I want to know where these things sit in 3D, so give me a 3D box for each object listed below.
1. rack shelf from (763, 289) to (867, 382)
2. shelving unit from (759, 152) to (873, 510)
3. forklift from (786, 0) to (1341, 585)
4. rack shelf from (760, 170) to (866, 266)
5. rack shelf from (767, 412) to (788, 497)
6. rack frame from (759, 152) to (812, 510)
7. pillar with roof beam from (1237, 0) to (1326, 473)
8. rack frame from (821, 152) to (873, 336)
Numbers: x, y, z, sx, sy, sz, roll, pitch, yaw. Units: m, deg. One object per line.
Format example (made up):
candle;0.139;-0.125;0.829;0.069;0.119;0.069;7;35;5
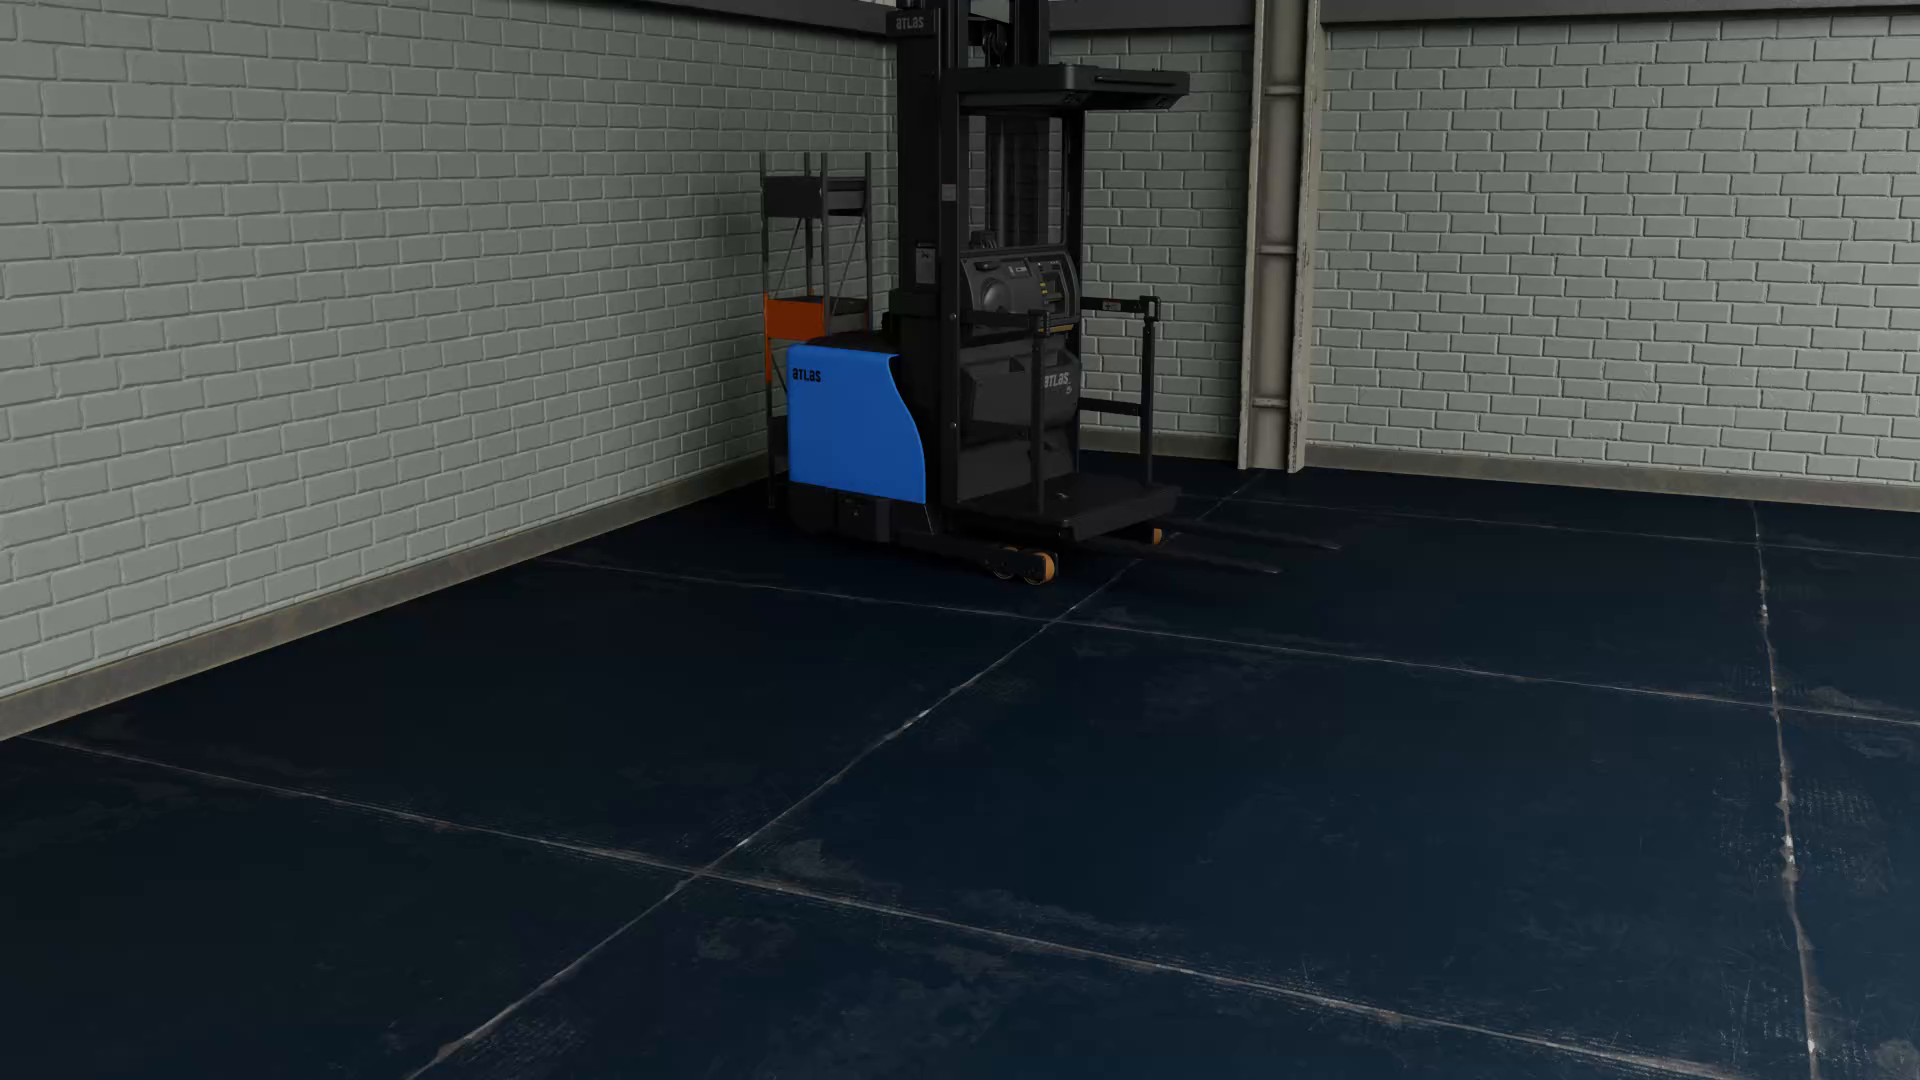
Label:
rack shelf;-0.833;-1.194;9.807;0.480;0.518;0.431;10;17;38
shelving unit;-0.833;-1.207;9.804;0.503;2.100;0.431;10;17;38
forklift;0.485;-1.337;8.538;3.031;2.935;1.130;10;17;38
rack shelf;-0.833;-1.876;9.647;0.480;0.518;0.431;10;17;38
rack shelf;-0.833;-0.513;9.967;0.480;0.518;0.431;10;17;38
rack frame;-1.023;-1.242;9.954;0.015;2.100;0.400;10;17;38
pillar with roof beam;0.386;-3.982;6.525;0.400;9.000;9.100;6;14;23
rack frame;-0.644;-1.172;9.655;0.015;2.100;0.400;10;17;38
